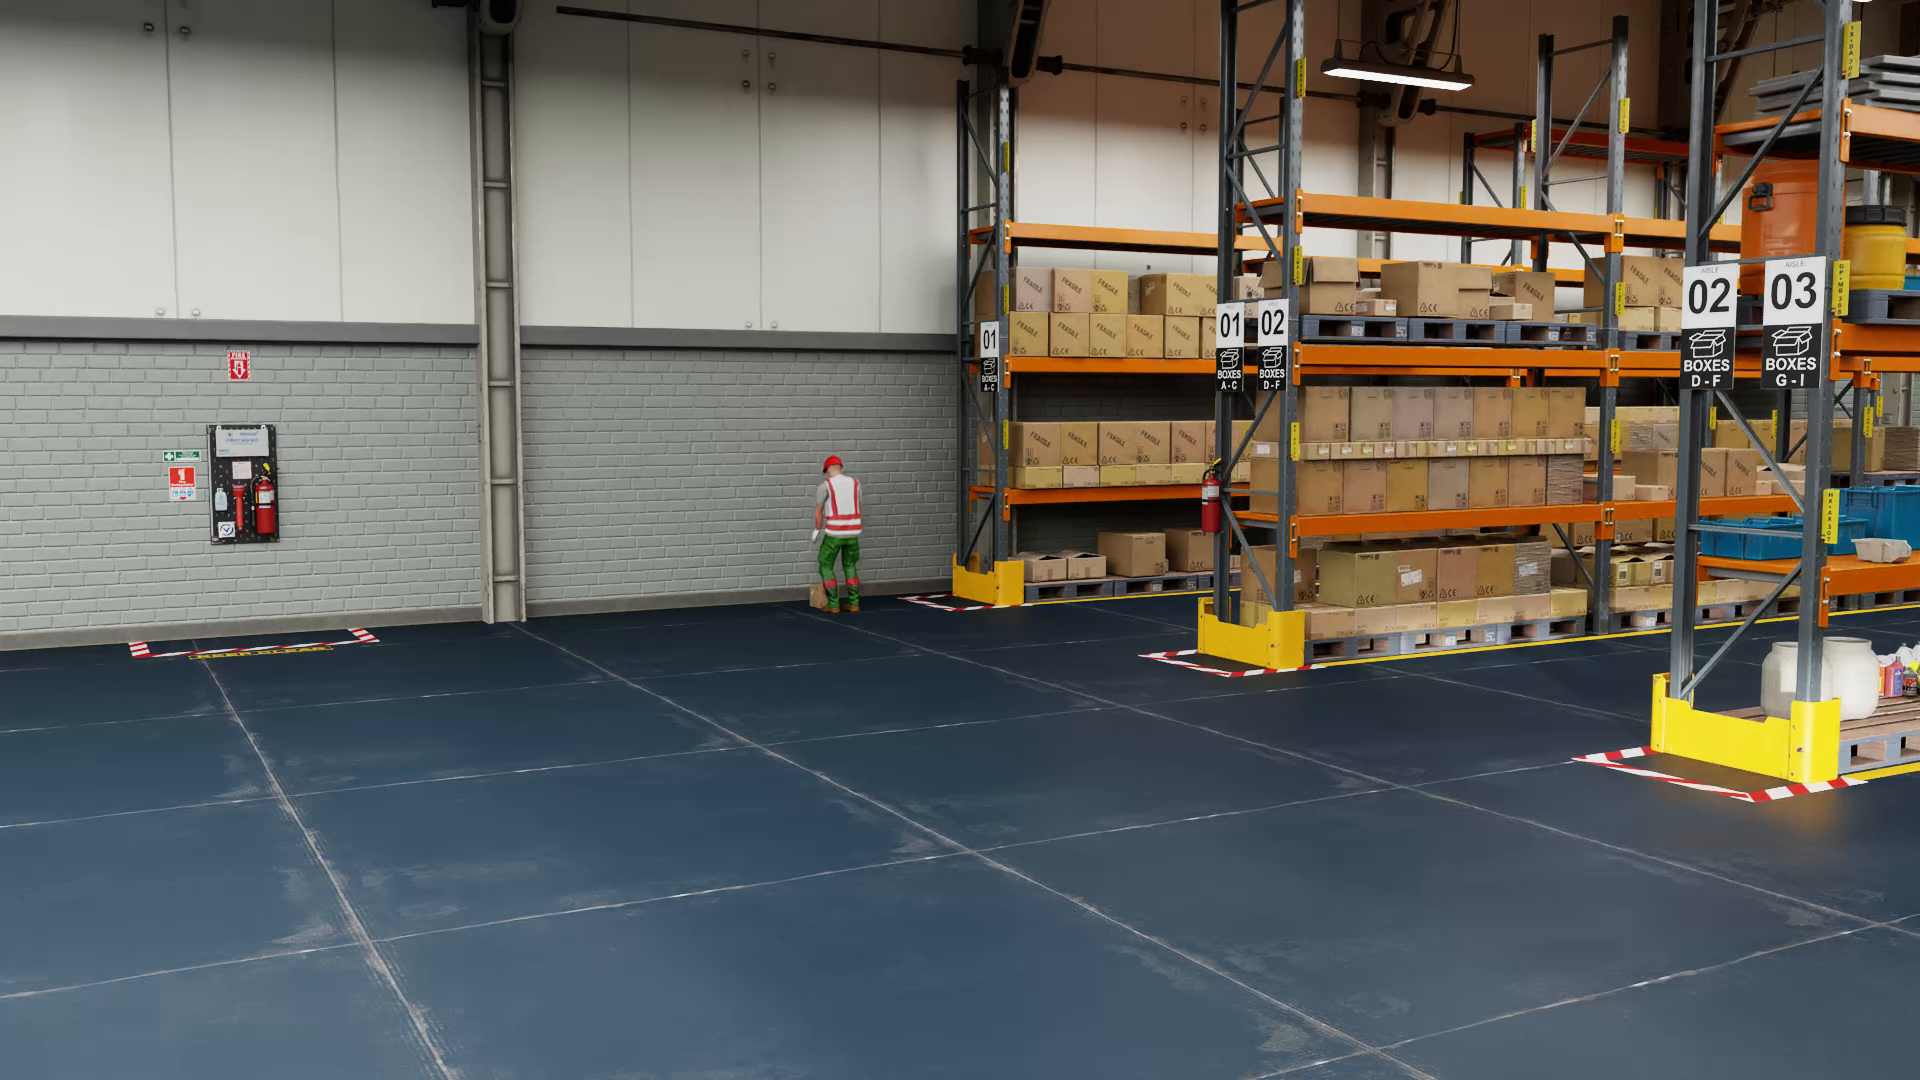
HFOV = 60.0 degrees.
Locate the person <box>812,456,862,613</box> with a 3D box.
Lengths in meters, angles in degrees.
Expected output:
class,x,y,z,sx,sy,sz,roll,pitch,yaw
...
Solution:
class,x,y,z,sx,sy,sz,roll,pitch,yaw
person,-1.344,-0.065,18.264,0.551,1.712,0.496,-3,6,-27
